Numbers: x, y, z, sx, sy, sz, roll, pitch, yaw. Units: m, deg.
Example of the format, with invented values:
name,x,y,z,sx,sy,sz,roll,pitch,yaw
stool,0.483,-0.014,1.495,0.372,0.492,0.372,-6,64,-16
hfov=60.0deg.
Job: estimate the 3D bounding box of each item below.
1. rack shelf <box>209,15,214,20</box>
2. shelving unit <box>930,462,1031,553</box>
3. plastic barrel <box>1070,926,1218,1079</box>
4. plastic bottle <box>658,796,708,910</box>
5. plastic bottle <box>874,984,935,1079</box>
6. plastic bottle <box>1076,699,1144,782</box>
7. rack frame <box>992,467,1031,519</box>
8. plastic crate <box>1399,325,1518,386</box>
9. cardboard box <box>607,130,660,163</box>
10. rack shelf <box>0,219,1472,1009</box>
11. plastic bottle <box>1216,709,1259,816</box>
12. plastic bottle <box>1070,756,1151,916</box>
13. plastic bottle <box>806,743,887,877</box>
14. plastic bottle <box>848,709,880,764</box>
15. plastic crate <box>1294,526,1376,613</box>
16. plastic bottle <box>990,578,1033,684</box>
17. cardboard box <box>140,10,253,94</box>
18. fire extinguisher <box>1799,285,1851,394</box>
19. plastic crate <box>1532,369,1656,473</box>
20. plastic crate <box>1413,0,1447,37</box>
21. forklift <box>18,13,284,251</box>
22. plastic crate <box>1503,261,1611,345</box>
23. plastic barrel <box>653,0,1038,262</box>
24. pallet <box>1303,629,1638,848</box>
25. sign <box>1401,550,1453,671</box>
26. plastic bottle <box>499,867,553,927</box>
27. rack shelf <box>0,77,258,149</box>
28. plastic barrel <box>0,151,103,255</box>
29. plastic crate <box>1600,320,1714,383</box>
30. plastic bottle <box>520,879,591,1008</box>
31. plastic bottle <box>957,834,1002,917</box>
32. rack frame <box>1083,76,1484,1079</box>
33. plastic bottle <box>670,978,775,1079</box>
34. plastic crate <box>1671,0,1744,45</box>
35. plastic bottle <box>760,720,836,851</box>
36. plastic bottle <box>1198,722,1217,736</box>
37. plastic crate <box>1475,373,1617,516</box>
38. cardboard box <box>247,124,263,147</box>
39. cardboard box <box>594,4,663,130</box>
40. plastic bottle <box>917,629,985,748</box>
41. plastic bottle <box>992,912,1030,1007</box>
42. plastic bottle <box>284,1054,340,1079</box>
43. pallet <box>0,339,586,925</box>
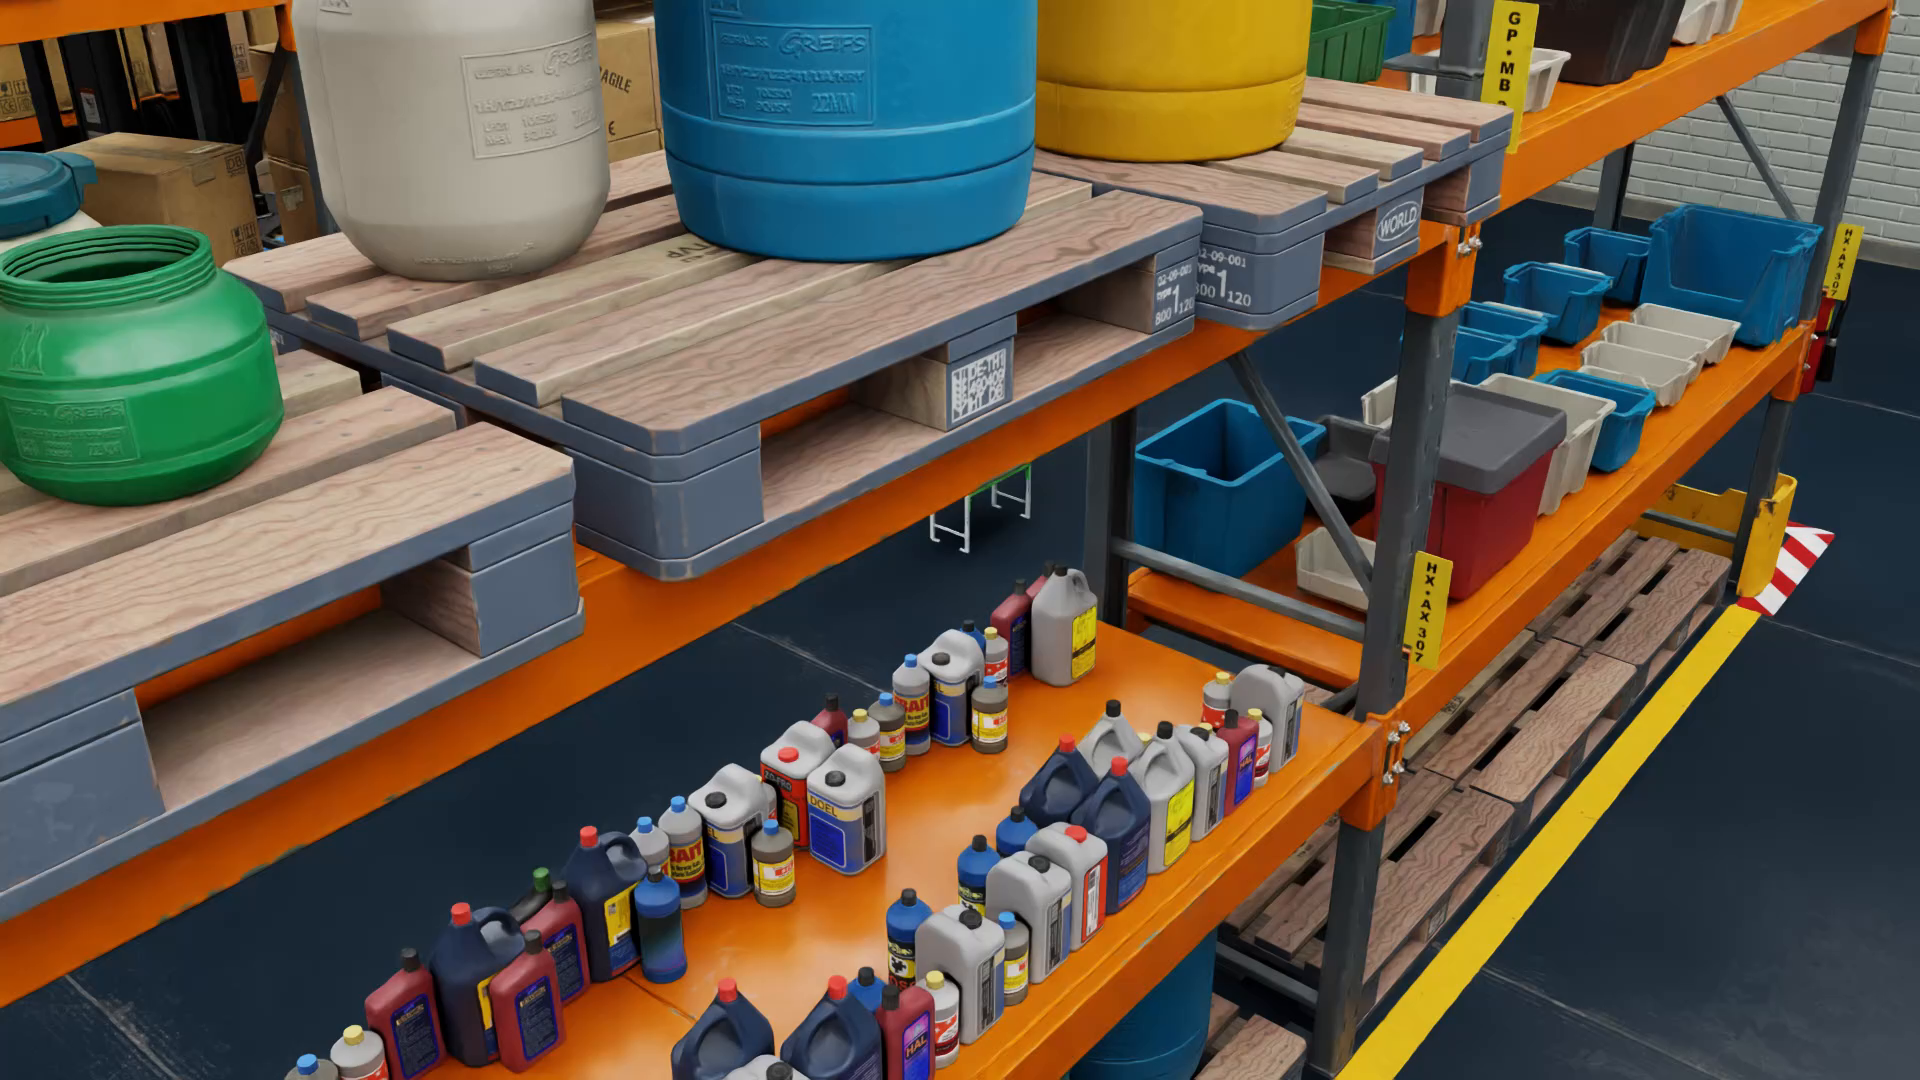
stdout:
name,x,y,z,sx,sy,sz,roll,pitch,yaw
rack shelf,-1.757,-3.024,8.349,1.077,0.370,4.000,21,34,34
shelving unit,0.105,-0.592,8.088,0.258,1.200,0.503,21,34,34
plastic barrel,0.431,1.081,4.723,0.600,0.901,0.708,21,34,34
plastic bottle,-0.629,0.701,3.771,0.097,0.271,0.097,0,27,0
plastic bottle,-0.109,0.967,3.244,0.061,0.283,0.133,21,34,34
plastic bottle,0.347,0.548,3.979,0.144,0.351,0.185,21,34,34
rack frame,0.261,-0.678,8.255,0.240,1.200,0.015,21,34,34
plastic crate,1.895,-0.659,6.376,0.416,0.233,0.300,21,34,34
cardboard box,-1.852,-1.807,8.369,0.500,0.500,0.500,21,34,34
rack shelf,-0.482,-0.157,2.806,1.077,0.370,4.000,21,34,34
plastic bottle,0.677,0.529,4.091,0.061,0.283,0.133,21,34,34
plastic bottle,0.341,0.656,3.771,0.144,0.351,0.185,21,34,34
plastic bottle,-0.270,0.628,3.907,0.152,0.276,0.135,21,34,34
plastic bottle,-0.249,0.520,4.196,0.097,0.201,0.097,0,27,0
plastic crate,1.197,0.114,4.986,0.396,0.136,0.243,21,34,34
plastic bottle,0.143,0.252,4.626,0.061,0.283,0.133,21,34,34
cardboard box,-5.573,-3.587,11.593,0.980,0.700,0.700,19,33,32
fire extinguisher,3.781,-0.992,7.393,0.296,0.674,0.183,21,34,34
plastic crate,2.226,-0.420,5.915,0.416,0.233,0.300,21,34,34
plastic crate,1.306,-1.630,5.159,0.293,0.136,0.466,21,34,34
forklift,-4.967,-2.367,9.636,3.031,2.935,1.130,12,30,22
plastic crate,2.505,-0.999,7.033,0.416,0.233,0.300,21,34,34
plastic barrel,-0.177,-0.944,2.544,0.600,0.901,0.708,21,34,34
pallet,2.004,0.679,6.707,1.003,0.211,1.213,21,34,34
sign,1.214,0.186,4.325,0.100,0.325,0.005,21,34,34
plastic bottle,-0.896,0.831,3.506,0.061,0.283,0.133,21,34,34
rack shelf,-5.582,-3.138,11.834,1.077,0.370,4.000,21,34,34
plastic barrel,-1.185,-0.315,2.023,0.301,0.262,0.301,0,27,0
plastic crate,2.760,-0.740,6.638,0.396,0.136,0.243,21,34,34
plastic bottle,-0.849,0.849,3.472,0.061,0.283,0.133,21,34,34
plastic bottle,0.042,0.765,3.647,0.097,0.271,0.097,0,27,0
rack frame,0.790,0.147,4.701,1.000,3.000,0.127,21,34,34
plastic bottle,-0.445,0.984,3.136,0.144,0.351,0.185,21,34,34
plastic crate,2.212,-1.681,5.257,0.437,0.136,0.530,21,34,34
plastic bottle,-0.387,0.583,3.993,0.152,0.276,0.135,21,34,34
plastic bottle,0.605,0.548,4.142,0.097,0.201,0.097,0,27,0
plastic crate,1.904,-0.314,5.657,0.437,0.282,0.530,21,34,34
cardboard box,-5.395,-2.997,12.337,0.380,0.149,0.250,21,34,35
cardboard box,-1.530,-2.424,8.474,0.500,0.500,0.500,22,35,36
plastic bottle,-0.031,0.385,4.377,0.152,0.276,0.135,21,34,34
plastic bottle,0.098,0.875,3.511,0.097,0.201,0.097,0,27,0
plastic bottle,-1.220,1.061,3.151,0.097,0.201,0.097,0,27,0
pallet,-1.192,0.074,1.783,1.003,0.211,1.213,21,34,34
